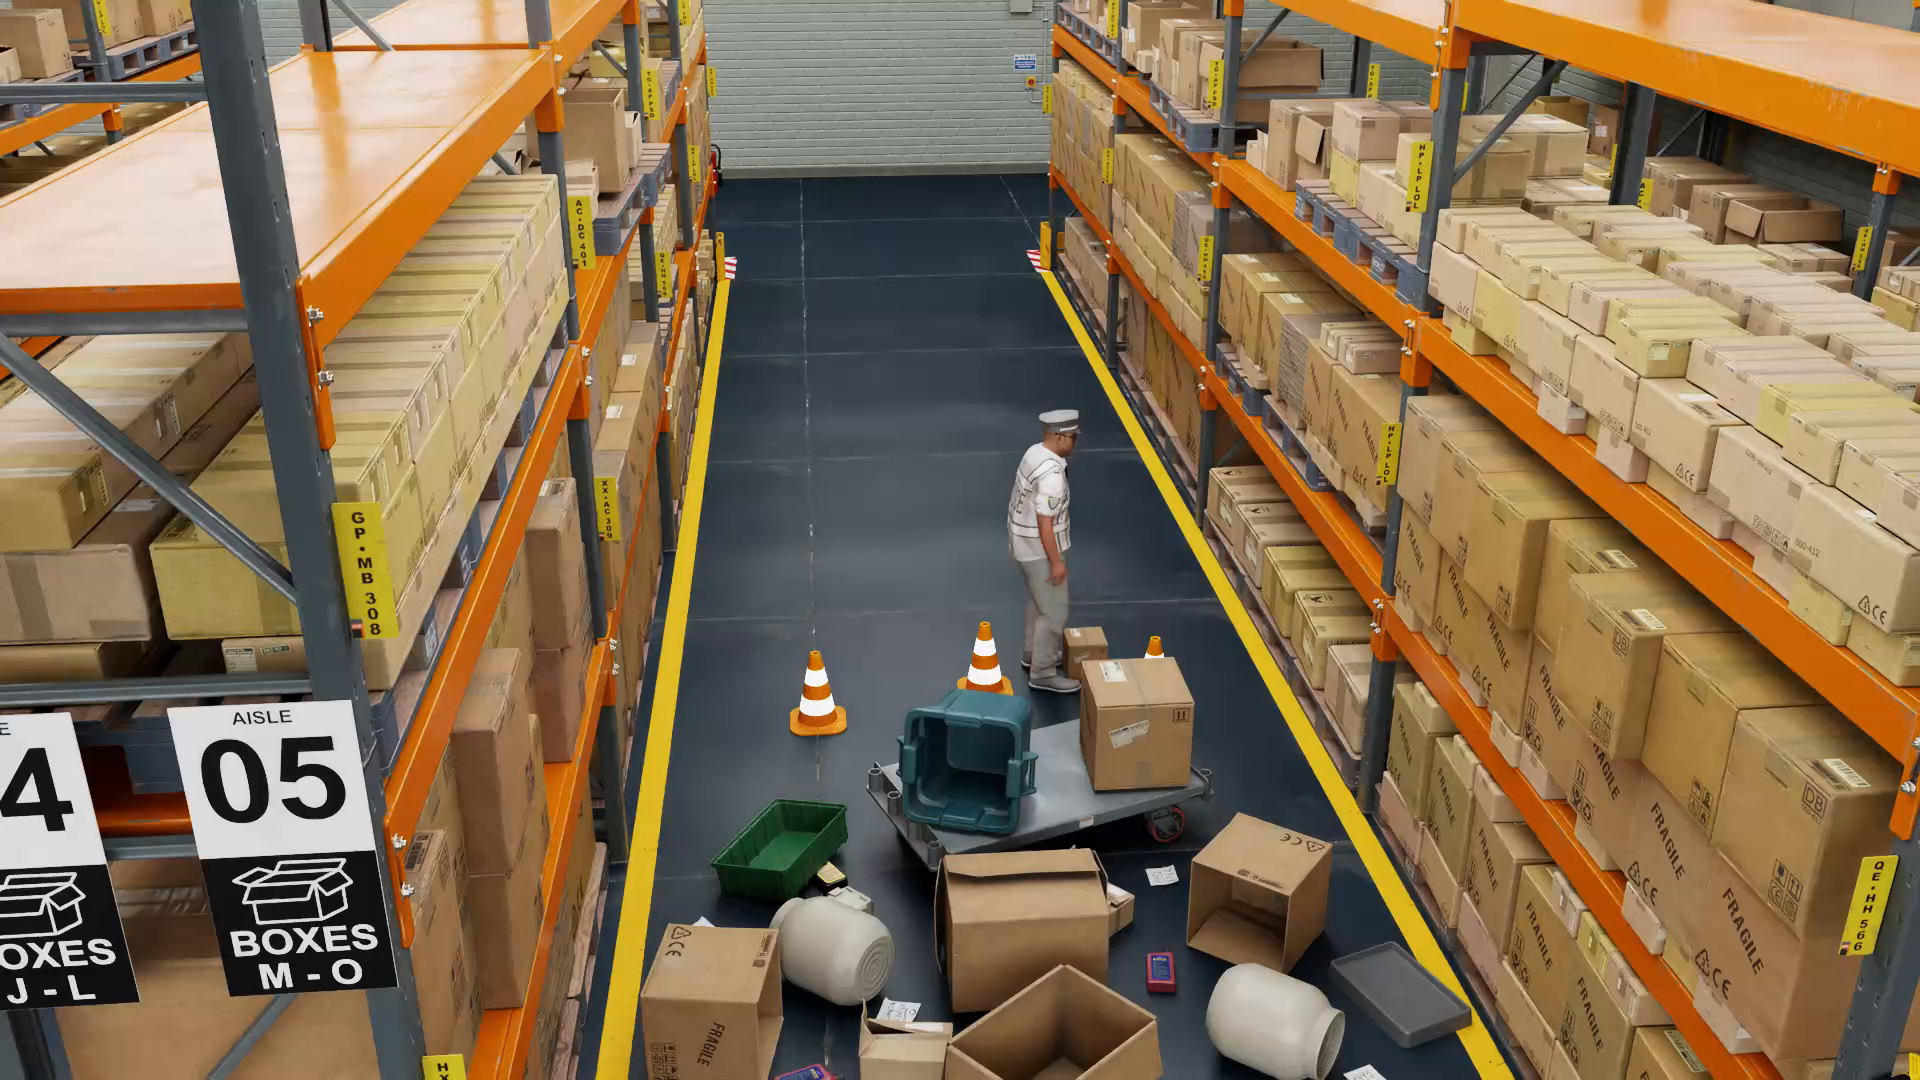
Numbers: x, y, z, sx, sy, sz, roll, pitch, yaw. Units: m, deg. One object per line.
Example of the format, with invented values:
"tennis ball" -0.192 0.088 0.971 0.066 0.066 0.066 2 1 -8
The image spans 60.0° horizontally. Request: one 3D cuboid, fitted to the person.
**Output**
"person" 0.515 0.051 10.203 0.437 1.744 0.583 -3 24 -6
